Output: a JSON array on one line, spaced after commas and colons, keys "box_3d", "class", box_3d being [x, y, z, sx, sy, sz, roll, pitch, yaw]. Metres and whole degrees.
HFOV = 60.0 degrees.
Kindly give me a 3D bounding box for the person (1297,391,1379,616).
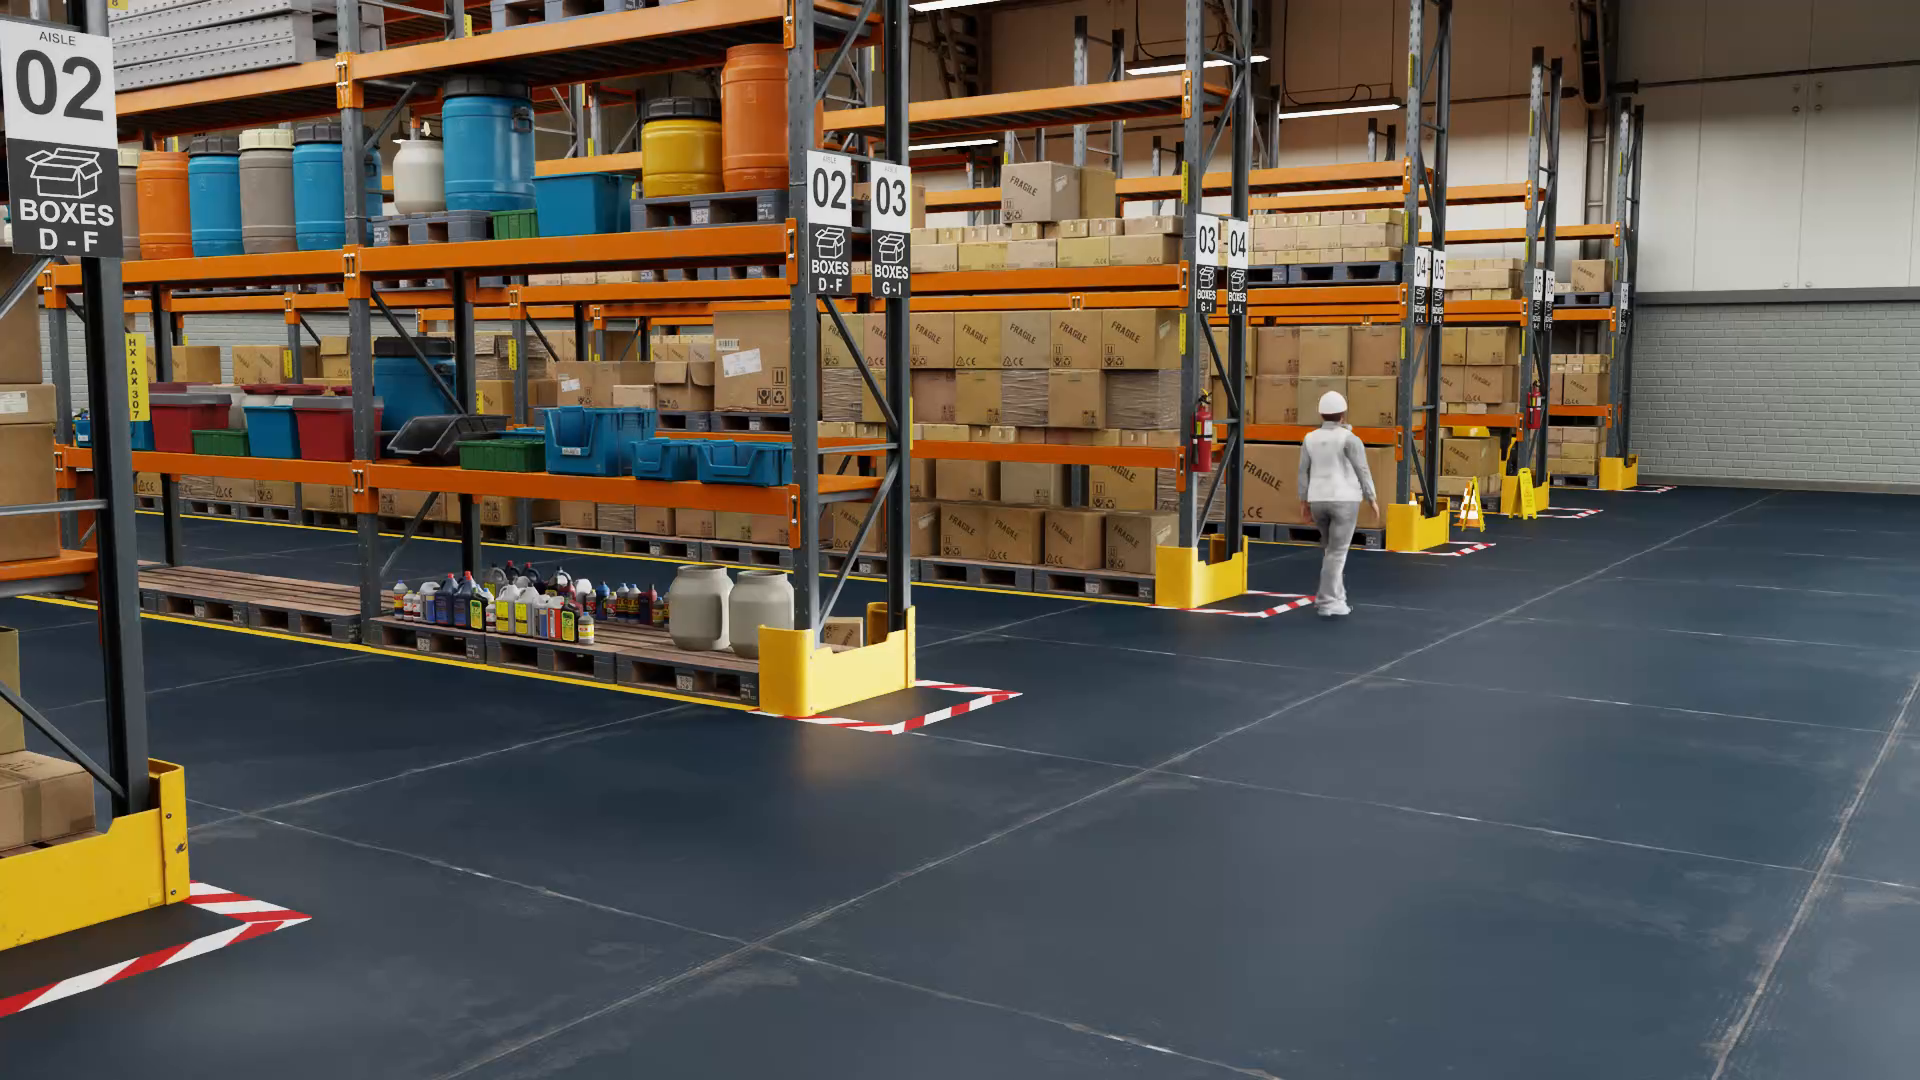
[{"box_3d": [2.991, -0.250, 13.124, 0.628, 1.845, 0.577, -6, 8, -42], "class": "person"}]
